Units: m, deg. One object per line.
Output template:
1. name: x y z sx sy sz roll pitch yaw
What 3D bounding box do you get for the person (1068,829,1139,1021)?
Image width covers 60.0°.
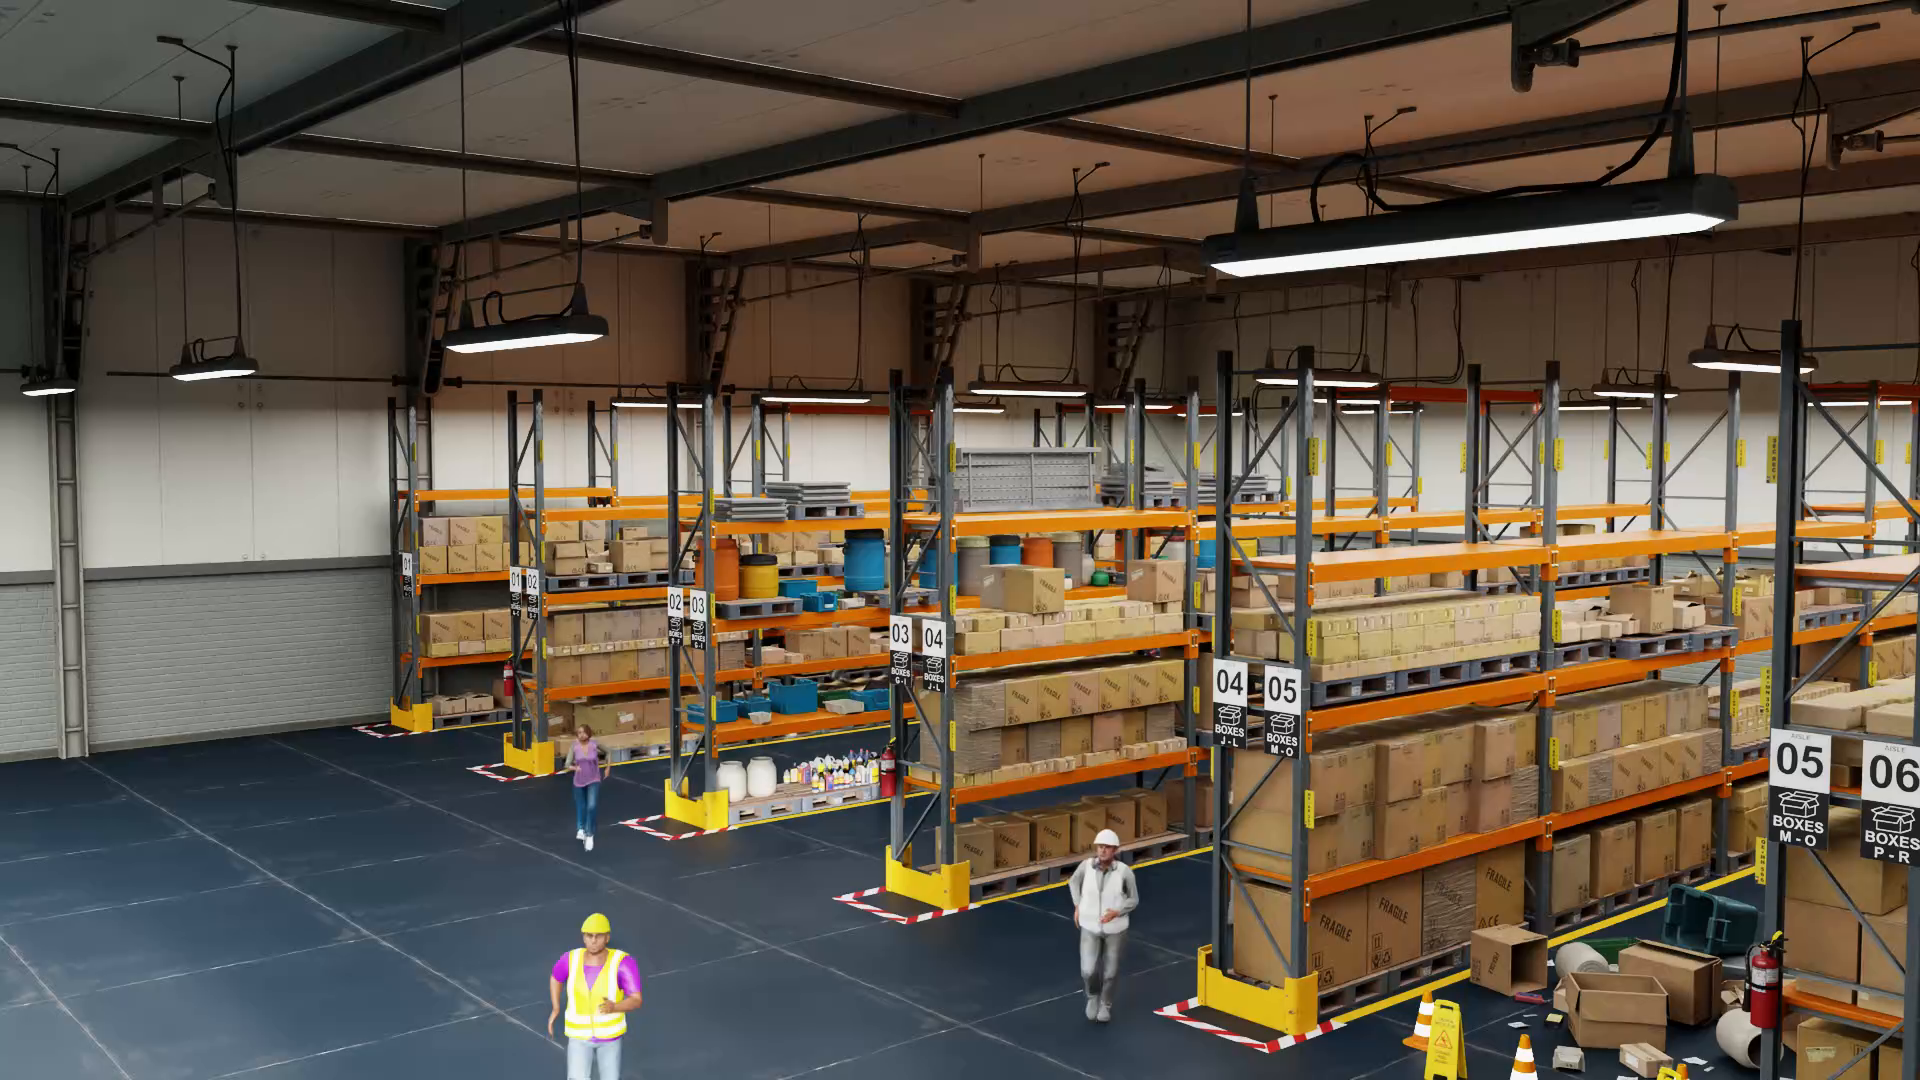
1. person: 1.257 3.425 14.750 0.649 1.742 0.600 1 3 12

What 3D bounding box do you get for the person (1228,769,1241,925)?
1. person: 3.017 3.287 17.996 0.621 1.645 0.674 3 4 38

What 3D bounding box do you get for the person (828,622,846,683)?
1. person: -2.389 2.415 32.959 0.592 1.655 0.886 3 4 38

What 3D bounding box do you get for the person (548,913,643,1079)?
1. person: -2.615 3.583 11.933 0.677 1.818 0.765 0 3 -8

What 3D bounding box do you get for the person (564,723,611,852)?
1. person: -4.742 3.131 21.193 0.549 1.616 0.823 0 3 -5
